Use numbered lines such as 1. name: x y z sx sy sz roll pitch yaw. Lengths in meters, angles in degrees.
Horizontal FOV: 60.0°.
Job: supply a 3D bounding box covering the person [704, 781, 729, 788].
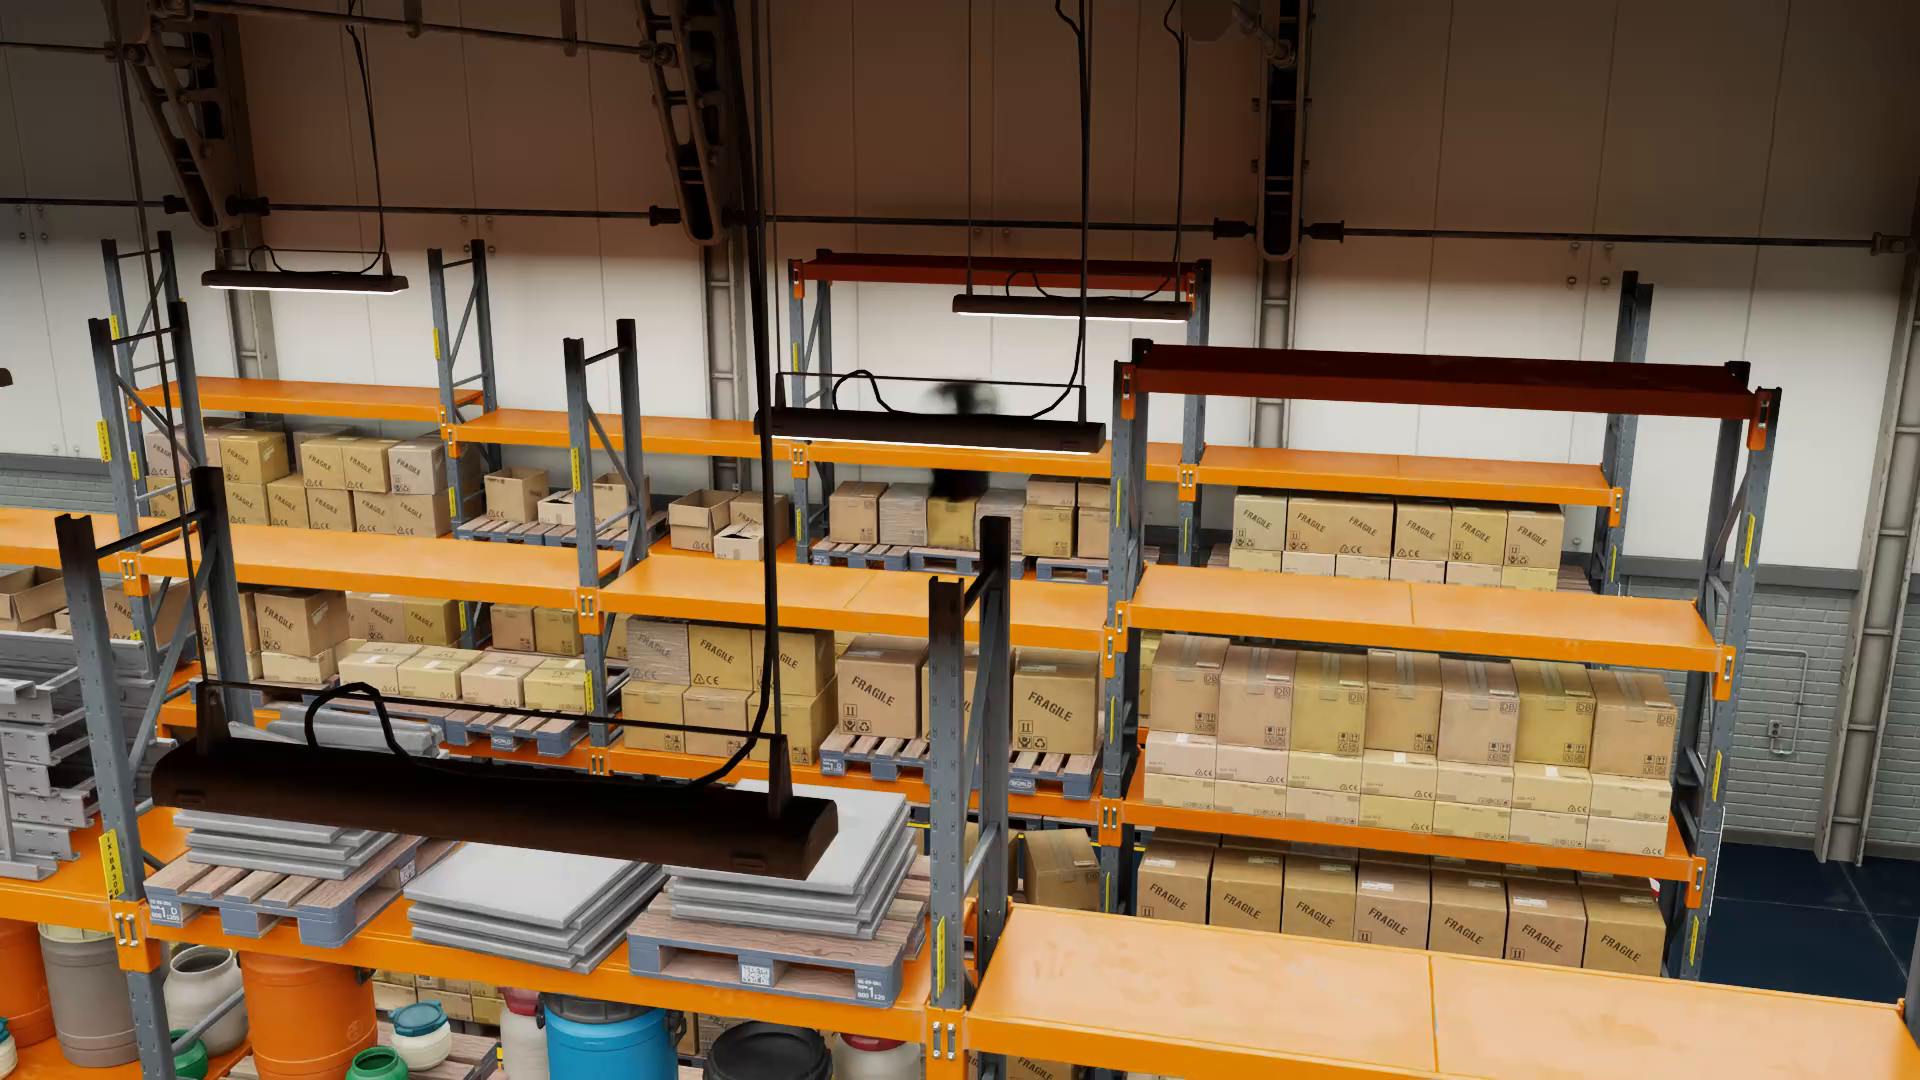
1. person: -2.256 2.856 15.650 0.518 1.593 0.640 8 18 27
